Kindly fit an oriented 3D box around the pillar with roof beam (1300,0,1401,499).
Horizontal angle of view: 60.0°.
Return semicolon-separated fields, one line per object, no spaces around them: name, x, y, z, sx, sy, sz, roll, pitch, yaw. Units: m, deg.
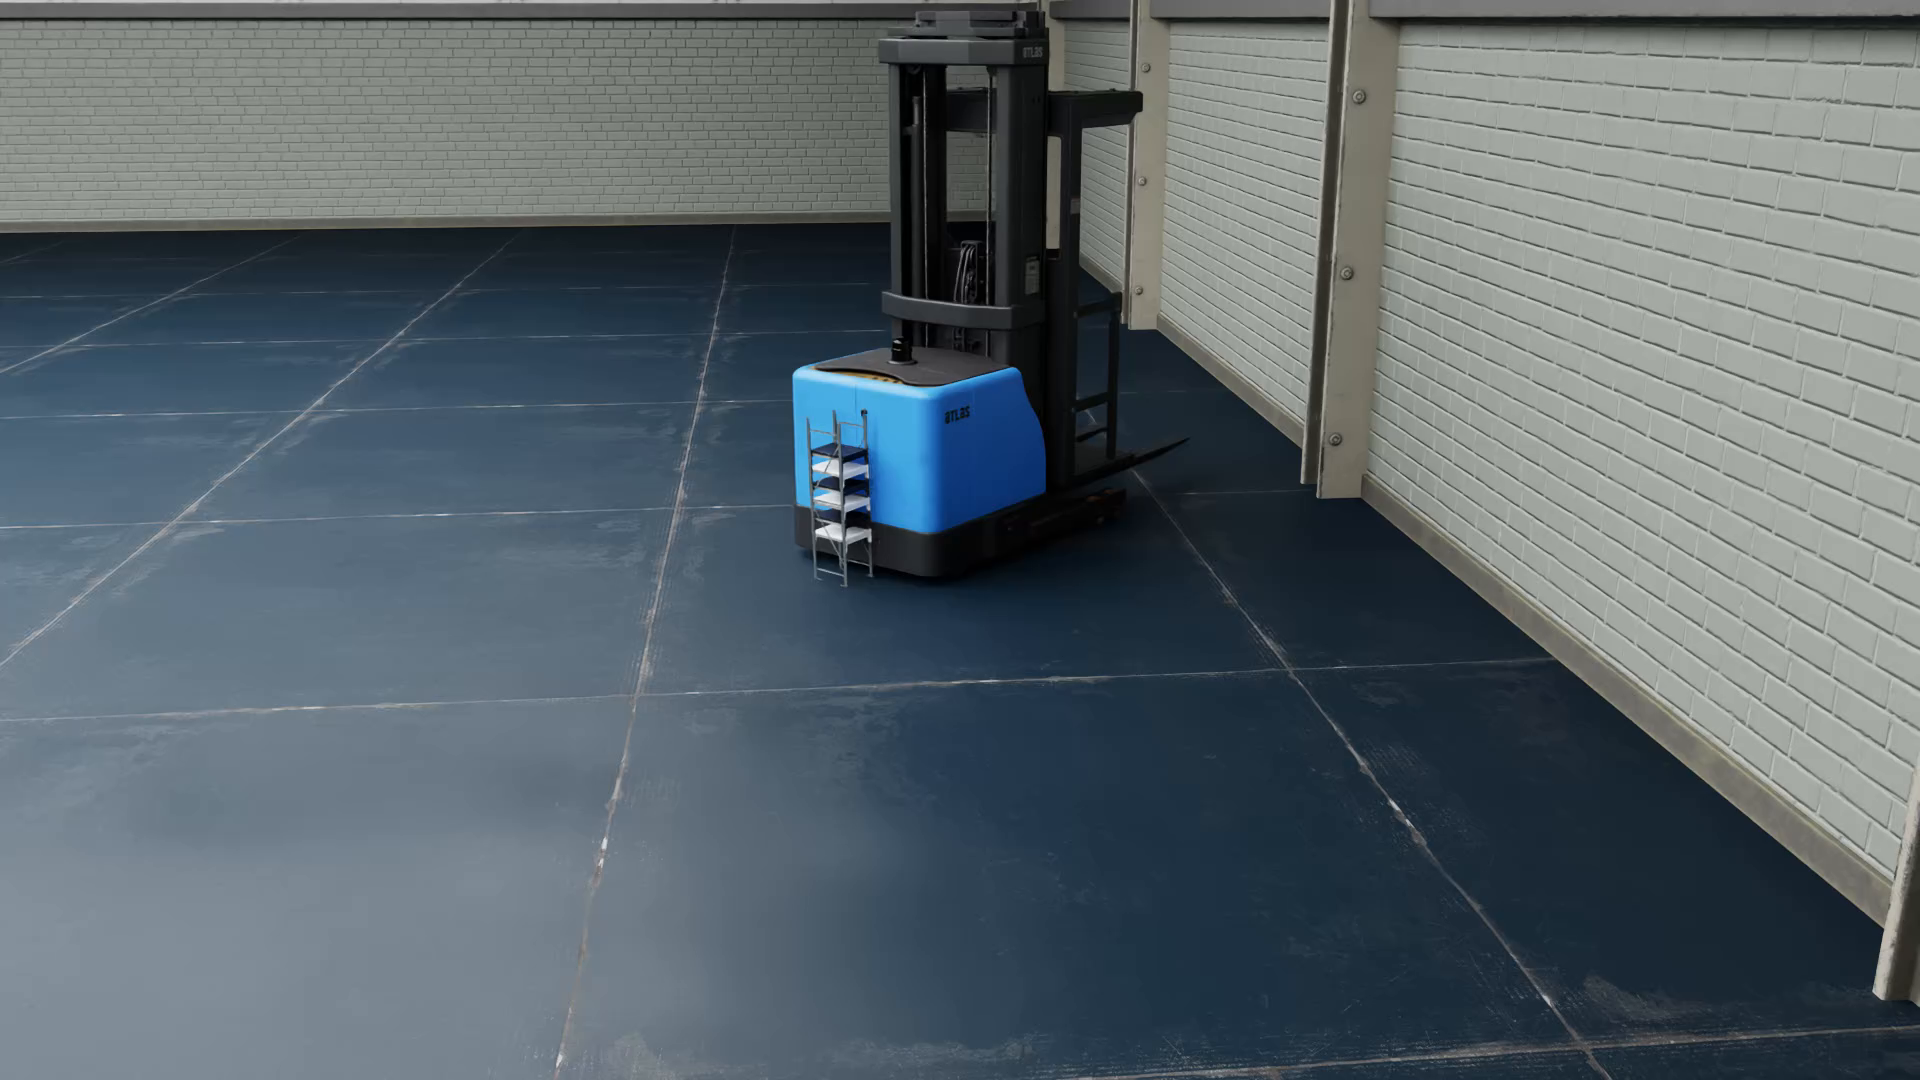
pillar with roof beam;-1.881;-4.487;8.945;9.100;9.000;0.400;-2;18;-6

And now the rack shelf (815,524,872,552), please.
rack shelf;-0.635;-0.020;8.938;0.258;0.077;0.200;13;24;36

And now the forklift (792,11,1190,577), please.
forklift;0.359;-1.577;9.806;1.130;2.935;3.031;13;22;35

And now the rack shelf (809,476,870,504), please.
rack shelf;-0.640;-0.275;8.850;0.258;0.077;0.200;13;24;36

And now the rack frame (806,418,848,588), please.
rack frame;-0.702;-0.194;8.793;0.240;0.900;0.006;13;24;36

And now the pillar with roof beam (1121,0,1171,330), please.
pillar with roof beam;-2.499;-6.274;14.639;9.100;9.000;0.400;-2;18;-6

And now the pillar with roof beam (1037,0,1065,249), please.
pillar with roof beam;-3.118;-8.062;20.333;9.100;9.000;0.400;-2;18;-6

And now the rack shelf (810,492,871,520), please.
rack shelf;-0.638;-0.190;8.879;0.258;0.077;0.200;13;24;36

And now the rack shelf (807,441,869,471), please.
rack shelf;-0.644;-0.445;8.791;0.258;0.077;0.200;13;24;36

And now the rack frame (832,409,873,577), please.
rack frame;-0.576;-0.249;8.943;0.240;0.900;0.006;13;24;36

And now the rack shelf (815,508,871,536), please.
rack shelf;-0.636;-0.105;8.908;0.258;0.077;0.200;13;24;36

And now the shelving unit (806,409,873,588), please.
shelving unit;-0.639;-0.221;8.868;0.258;0.900;0.210;13;24;36

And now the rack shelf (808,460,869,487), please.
rack shelf;-0.642;-0.360;8.821;0.258;0.077;0.200;13;24;36
